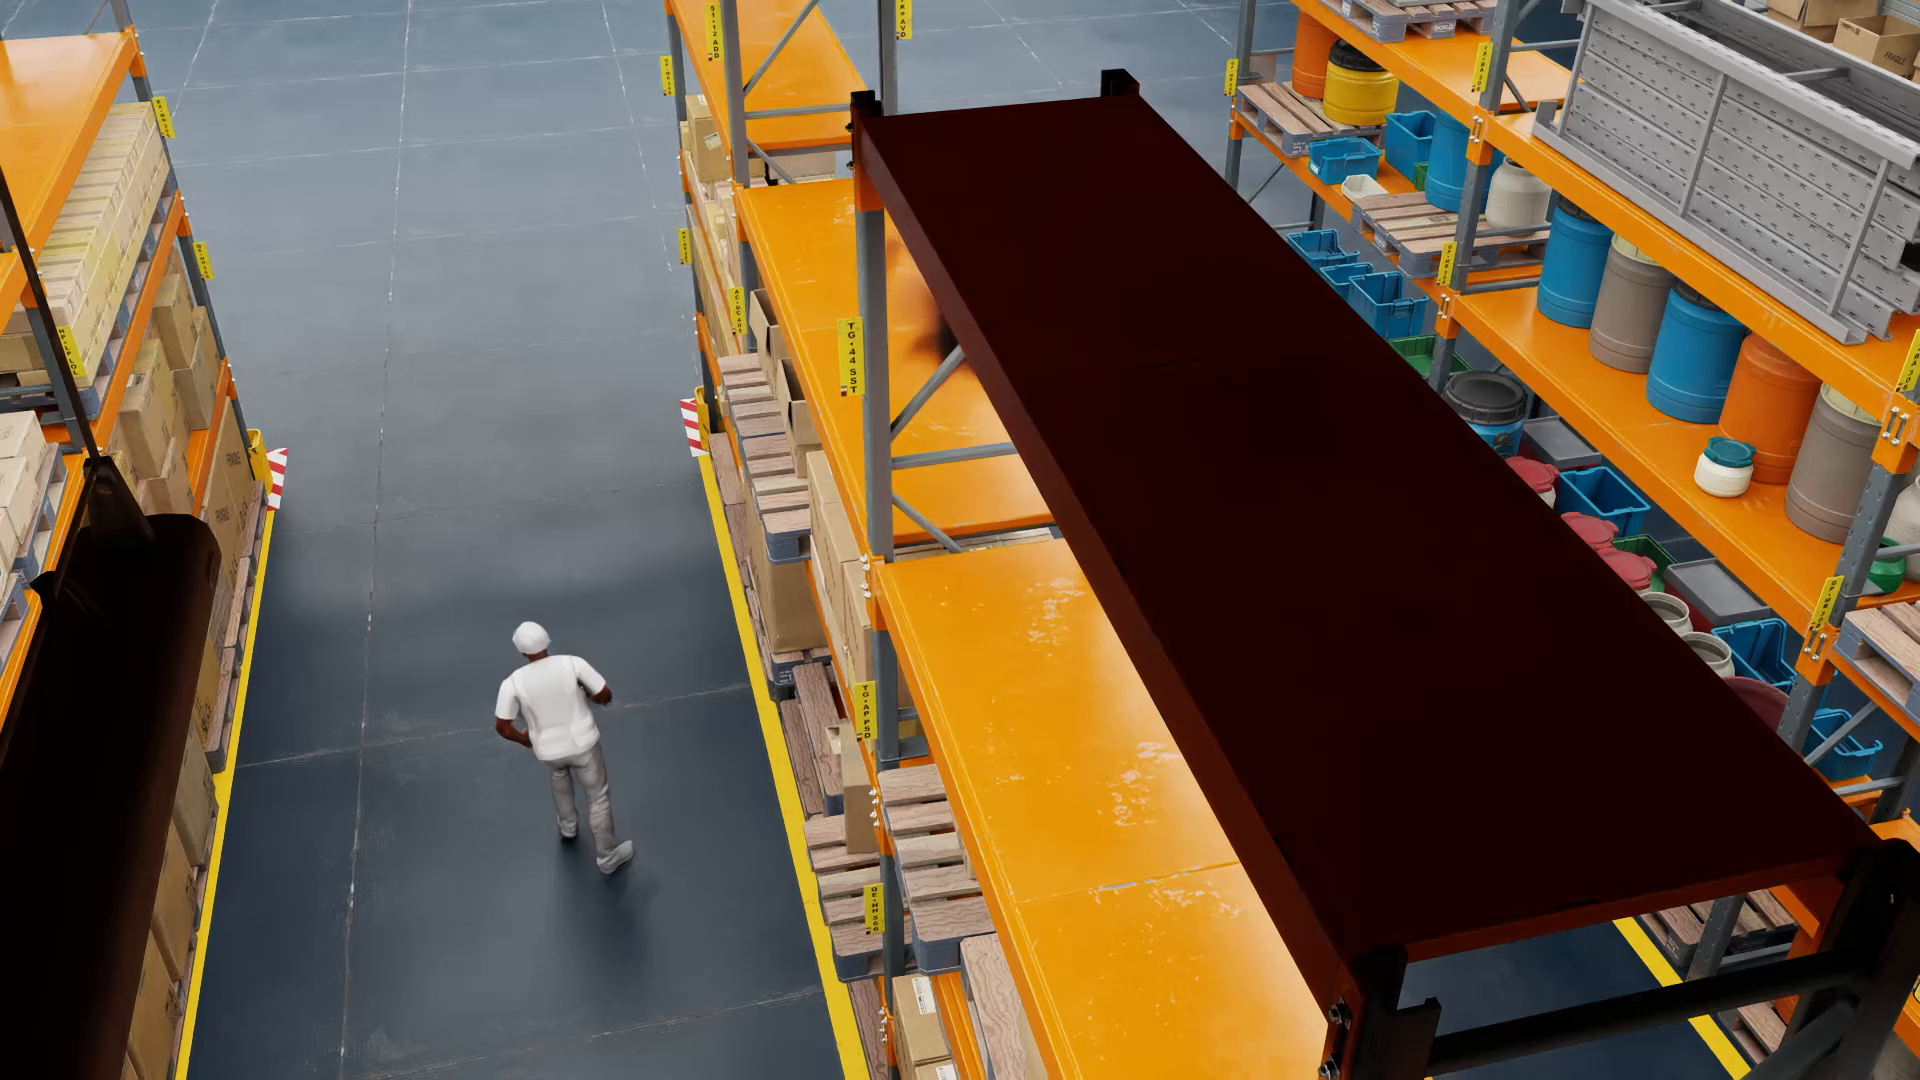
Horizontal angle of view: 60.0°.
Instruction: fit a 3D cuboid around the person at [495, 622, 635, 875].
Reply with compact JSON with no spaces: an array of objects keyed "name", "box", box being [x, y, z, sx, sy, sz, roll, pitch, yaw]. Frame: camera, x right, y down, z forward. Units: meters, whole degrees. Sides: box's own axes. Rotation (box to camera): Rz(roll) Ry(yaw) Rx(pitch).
[{"name":"person","box":[-2.558,1.329,10.738,0.752,1.667,0.786,-3,35,-5]}]
